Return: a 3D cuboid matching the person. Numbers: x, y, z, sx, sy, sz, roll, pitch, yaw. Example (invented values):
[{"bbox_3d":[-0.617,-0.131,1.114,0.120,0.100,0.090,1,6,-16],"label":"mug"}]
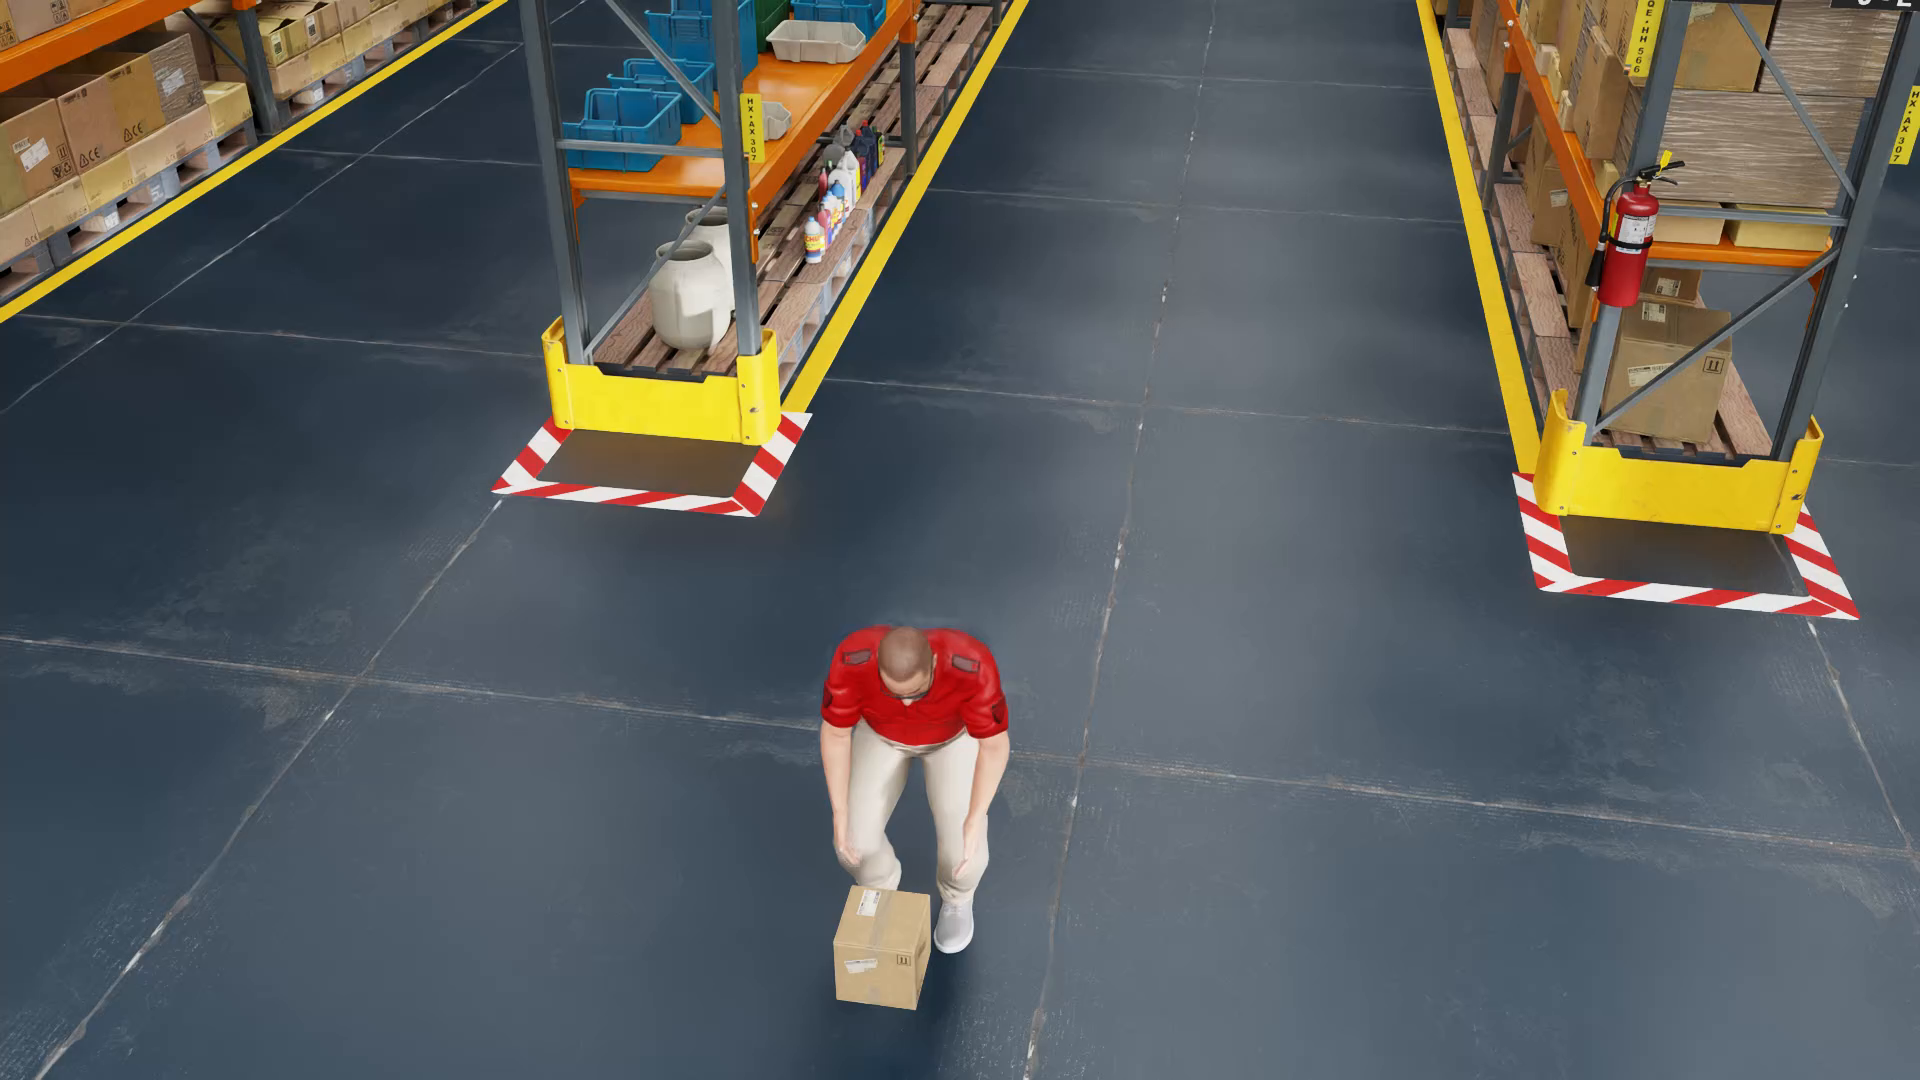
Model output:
[{"bbox_3d":[-0.123,0.723,5.311,0.590,1.410,0.705,5,33,8],"label":"person"}]
